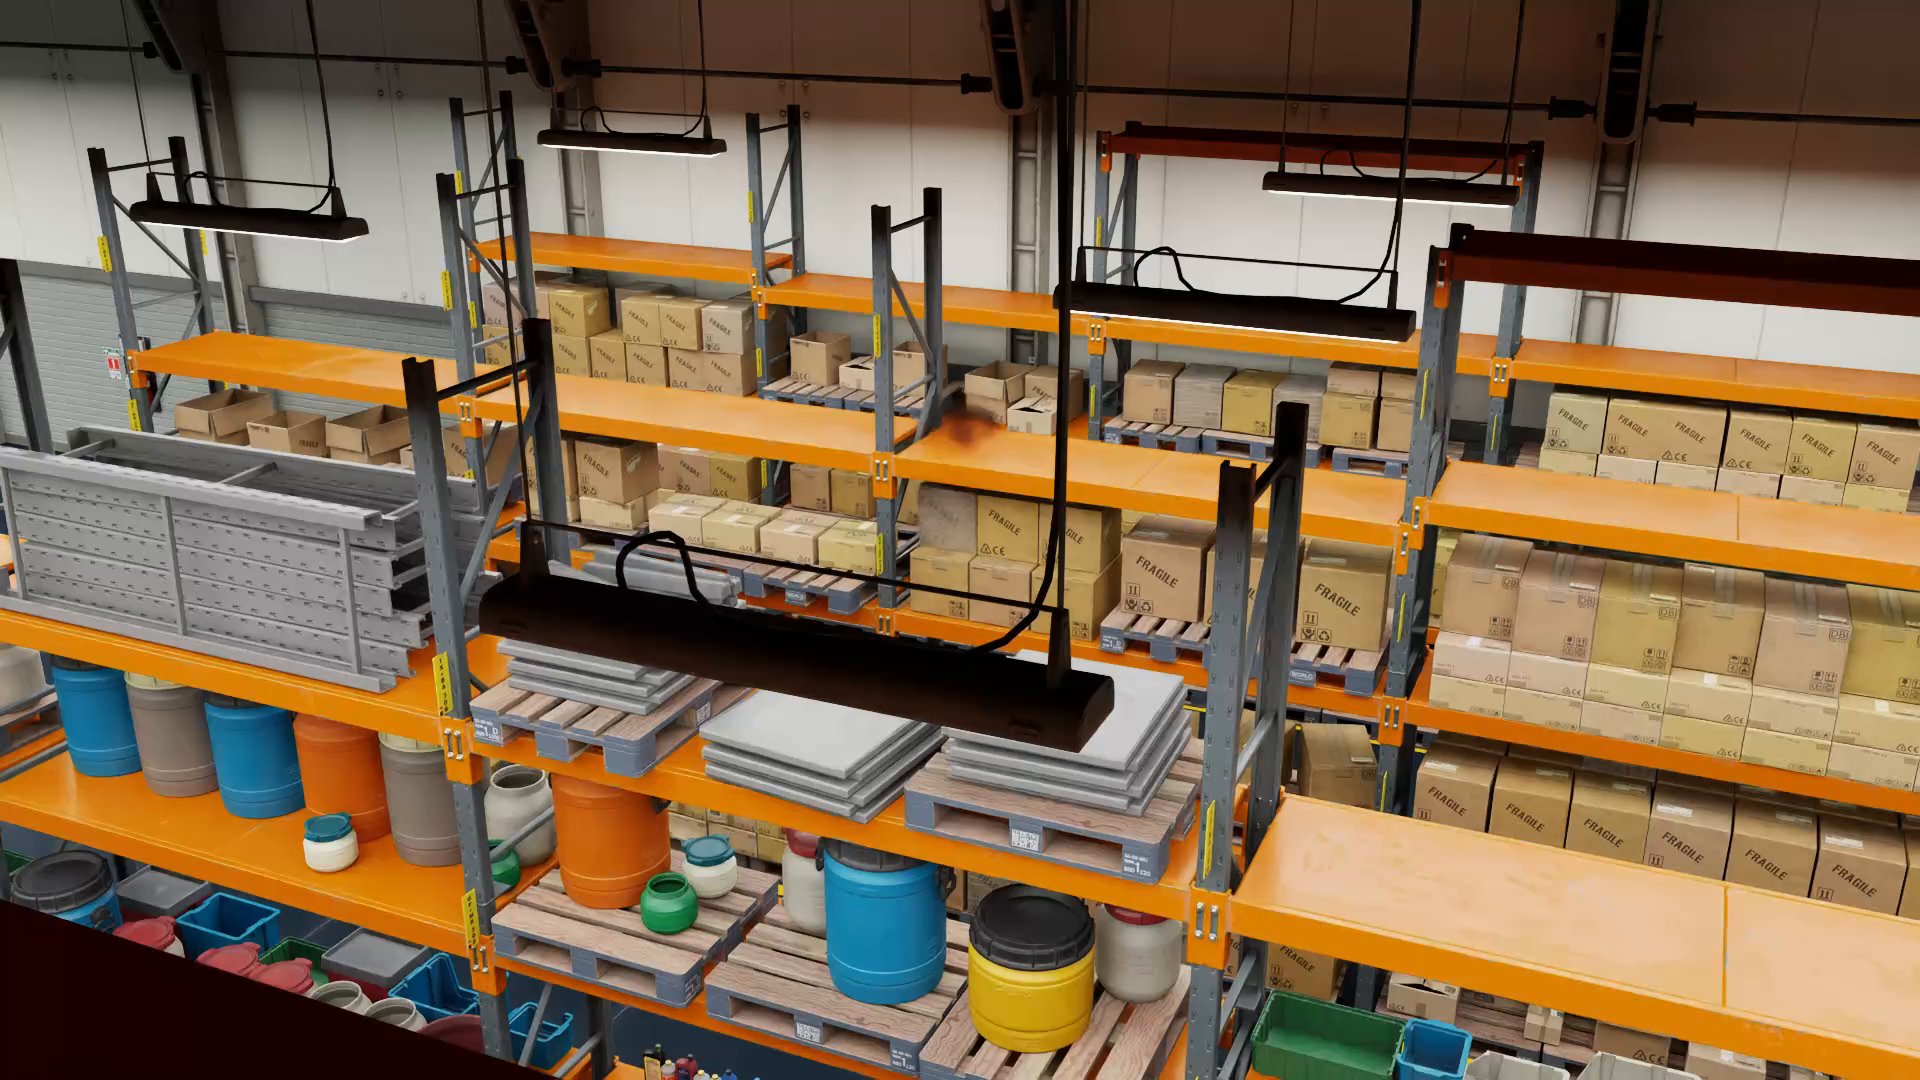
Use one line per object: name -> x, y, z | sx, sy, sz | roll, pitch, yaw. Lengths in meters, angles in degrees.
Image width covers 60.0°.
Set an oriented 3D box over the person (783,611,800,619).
person -> -1.643, 1.358, 16.648 | 0.461, 1.686, 0.500 | -12, 24, -30
